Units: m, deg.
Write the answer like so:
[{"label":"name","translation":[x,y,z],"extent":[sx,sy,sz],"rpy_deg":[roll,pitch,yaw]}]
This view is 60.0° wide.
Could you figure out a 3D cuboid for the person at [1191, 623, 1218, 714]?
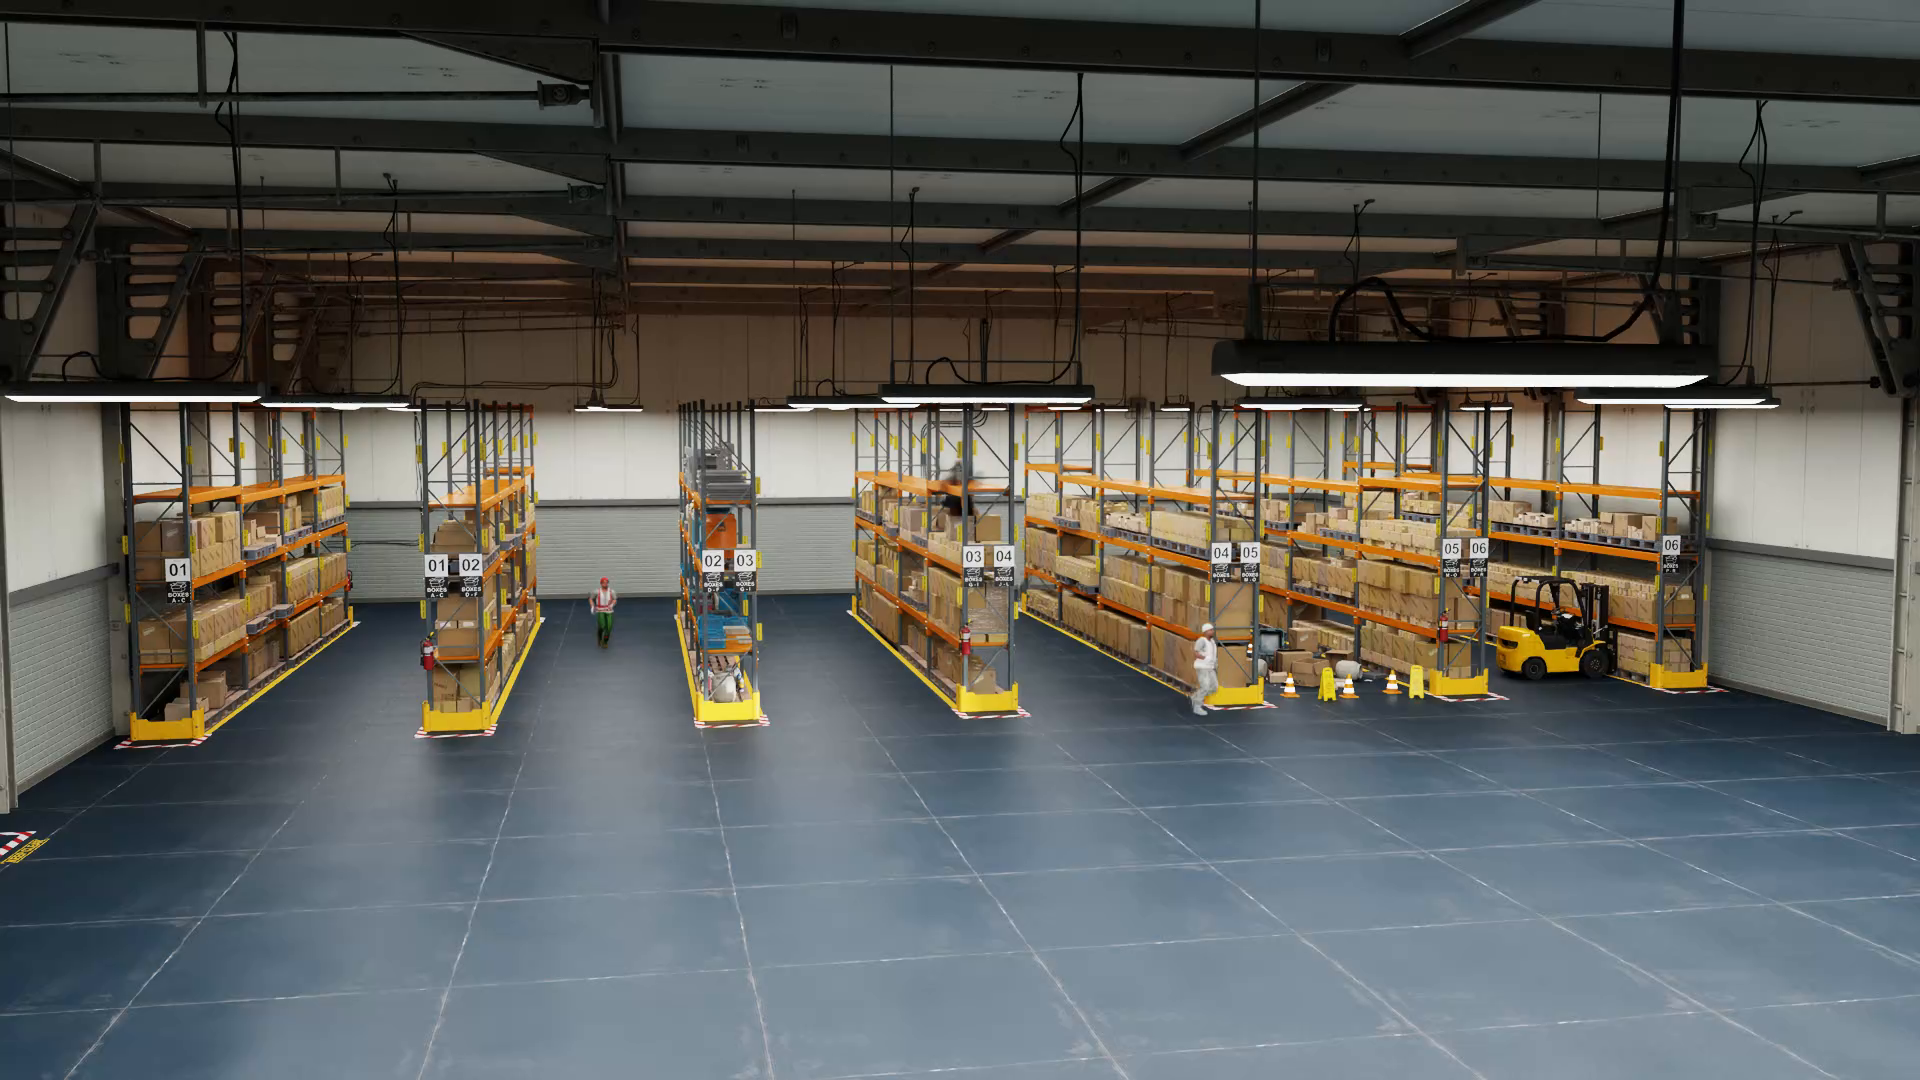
[{"label":"person","translation":[4.731,2.457,31.870],"extent":[0.626,1.721,0.694],"rpy_deg":[4,6,40]}]

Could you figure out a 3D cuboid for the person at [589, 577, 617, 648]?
[{"label":"person","translation":[-8.655,1.780,40.546],"extent":[0.645,1.741,0.606],"rpy_deg":[-2,5,-25]}]

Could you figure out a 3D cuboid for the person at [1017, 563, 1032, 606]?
[{"label":"person","translation":[2.034,1.243,49.726],"extent":[0.658,1.522,0.518],"rpy_deg":[-3,5,-34]}]

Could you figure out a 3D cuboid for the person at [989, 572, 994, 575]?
[{"label":"person","translation":[0.932,1.371,46.367],"extent":[0.692,1.749,0.768],"rpy_deg":[-1,4,-10]}]
